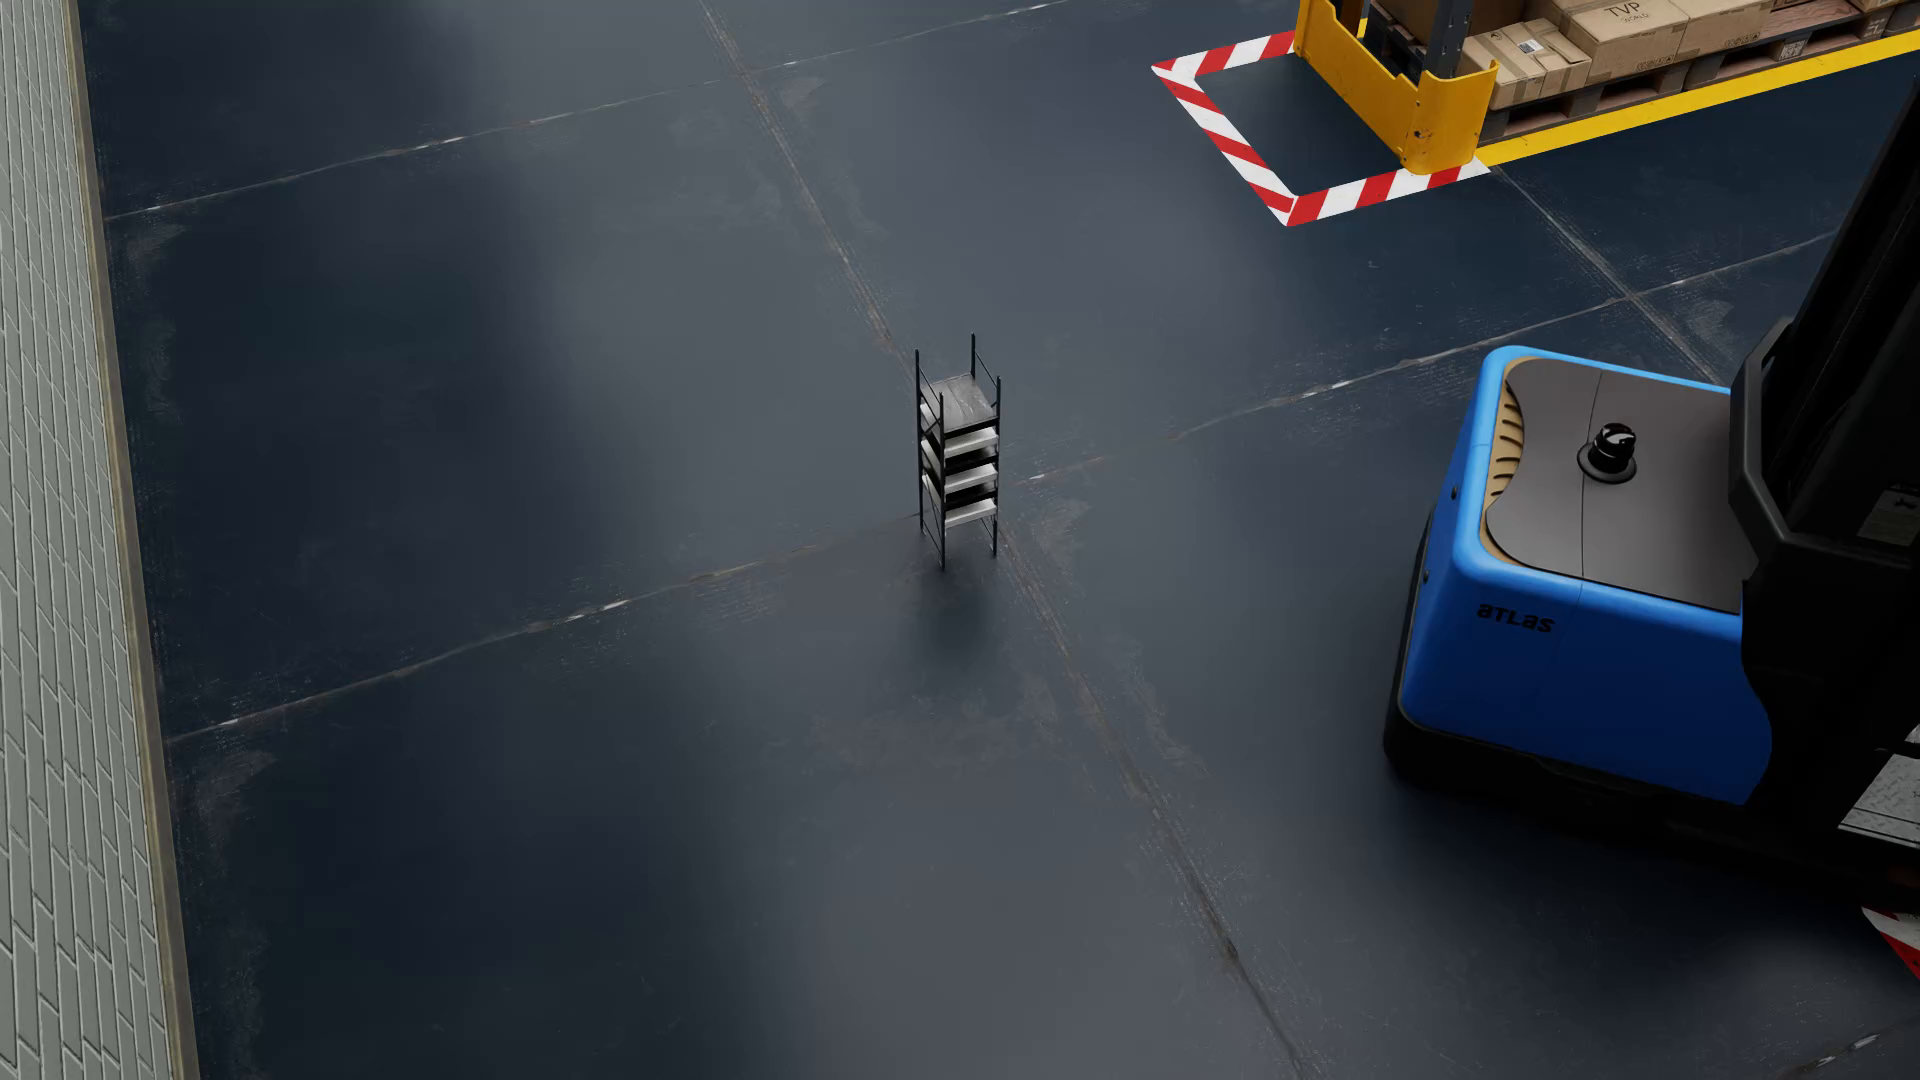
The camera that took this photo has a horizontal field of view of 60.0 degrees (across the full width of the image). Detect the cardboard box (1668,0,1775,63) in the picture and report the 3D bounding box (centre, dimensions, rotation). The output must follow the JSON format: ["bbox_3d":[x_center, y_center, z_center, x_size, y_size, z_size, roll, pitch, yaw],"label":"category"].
[{"bbox_3d":[3.482,-2.560,7.920,0.500,0.250,0.500,-17,52,-14],"label":"cardboard box"}]

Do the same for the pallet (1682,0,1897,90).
[{"bbox_3d":[3.881,-2.758,8.406,1.213,0.211,1.003,-17,52,-14],"label":"pallet"}]

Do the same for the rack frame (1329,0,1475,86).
[{"bbox_3d":[1.945,-3.068,6.834,0.127,3.000,1.000,-17,52,-14],"label":"rack frame"}]

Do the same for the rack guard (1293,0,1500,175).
[{"bbox_3d":[2.016,-2.276,7.802,0.348,0.500,1.175,-17,52,-14],"label":"rack guard"}]

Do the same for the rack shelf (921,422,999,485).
[{"bbox_3d":[-0.008,-0.328,5.790,0.200,0.077,0.258,-17,52,-14],"label":"rack shelf"}]

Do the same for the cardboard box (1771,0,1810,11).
[{"bbox_3d":[3.911,-3.003,8.134,0.637,0.503,0.797,-17,52,-14],"label":"cardboard box"}]

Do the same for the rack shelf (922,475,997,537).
[{"bbox_3d":[-0.008,-0.152,5.995,0.200,0.077,0.258,-17,52,-14],"label":"rack shelf"}]

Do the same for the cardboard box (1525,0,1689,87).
[{"bbox_3d":[3.019,-2.416,7.797,0.500,0.250,0.500,-17,52,-14],"label":"cardboard box"}]

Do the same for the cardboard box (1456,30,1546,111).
[{"bbox_3d":[2.463,-2.162,7.645,0.250,0.149,0.380,-17,52,-14],"label":"cardboard box"}]

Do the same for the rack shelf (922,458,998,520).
[{"bbox_3d":[-0.008,-0.211,5.927,0.200,0.077,0.258,-17,52,-14],"label":"rack shelf"}]

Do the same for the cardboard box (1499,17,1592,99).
[{"bbox_3d":[2.694,-2.239,7.700,0.250,0.166,0.380,-17,52,-14],"label":"cardboard box"}]

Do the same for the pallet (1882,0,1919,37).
[{"bbox_3d":[5.012,-3.111,8.709,1.213,0.211,1.003,-17,52,-14],"label":"pallet"}]

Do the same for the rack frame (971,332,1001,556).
[{"bbox_3d":[0.087,-0.320,5.858,0.006,0.900,0.240,-17,52,-14],"label":"rack frame"}]

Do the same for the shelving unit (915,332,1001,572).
[{"bbox_3d":[-0.008,-0.291,5.833,0.210,0.900,0.258,-17,52,-14],"label":"shelving unit"}]

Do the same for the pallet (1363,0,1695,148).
[{"bbox_3d":[2.754,-2.411,8.108,1.213,0.211,1.003,-17,52,-14],"label":"pallet"}]

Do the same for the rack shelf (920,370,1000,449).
[{"bbox_3d":[-0.008,-0.445,5.654,0.200,0.077,0.258,-17,52,-14],"label":"rack shelf"}]

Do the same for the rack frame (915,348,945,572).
[{"bbox_3d":[-0.102,-0.262,5.808,0.006,0.900,0.240,-17,52,-14],"label":"rack frame"}]

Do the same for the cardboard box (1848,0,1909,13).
[{"bbox_3d":[4.534,-2.905,8.177,0.500,0.311,0.500,-17,52,-14],"label":"cardboard box"}]

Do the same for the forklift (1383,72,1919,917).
[{"bbox_3d":[2.974,-0.204,4.420,3.031,2.935,1.130,14,51,11],"label":"forklift"}]

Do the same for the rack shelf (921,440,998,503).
[{"bbox_3d":[-0.008,-0.269,5.858,0.200,0.077,0.258,-17,52,-14],"label":"rack shelf"}]

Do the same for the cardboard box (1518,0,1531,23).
[{"bbox_3d":[2.765,-2.671,8.070,0.250,0.166,0.380,-17,52,-14],"label":"cardboard box"}]

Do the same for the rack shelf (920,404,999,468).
[{"bbox_3d":[-0.008,-0.386,5.722,0.200,0.077,0.258,-17,52,-14],"label":"rack shelf"}]

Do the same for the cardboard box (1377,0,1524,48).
[{"bbox_3d":[2.356,-2.726,7.898,0.500,0.500,0.500,-17,52,-14],"label":"cardboard box"}]
